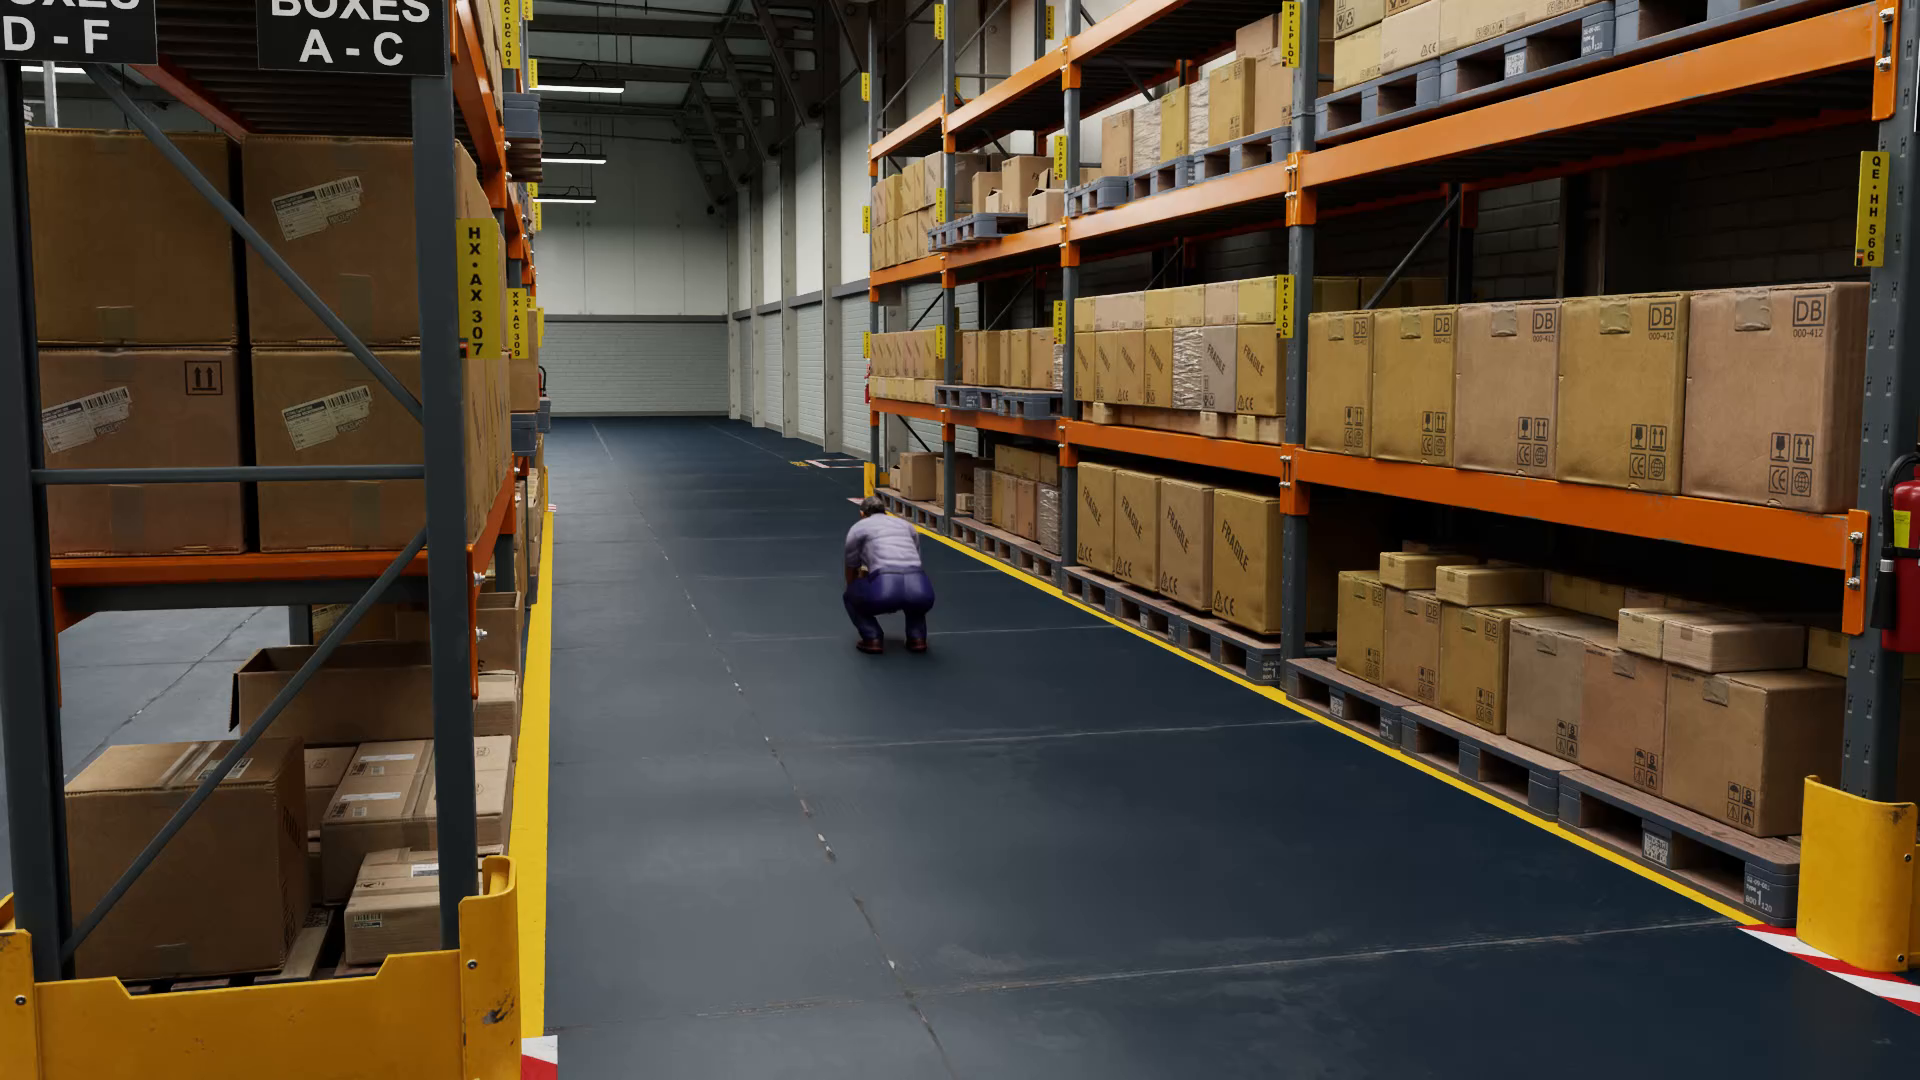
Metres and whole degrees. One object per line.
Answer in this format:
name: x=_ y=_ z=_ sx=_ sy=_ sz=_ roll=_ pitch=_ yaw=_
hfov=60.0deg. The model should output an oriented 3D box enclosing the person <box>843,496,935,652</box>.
person: x=-0.447 y=0.205 z=10.264 sx=0.529 sy=0.926 sz=0.828 roll=-2 pitch=6 yaw=-14
